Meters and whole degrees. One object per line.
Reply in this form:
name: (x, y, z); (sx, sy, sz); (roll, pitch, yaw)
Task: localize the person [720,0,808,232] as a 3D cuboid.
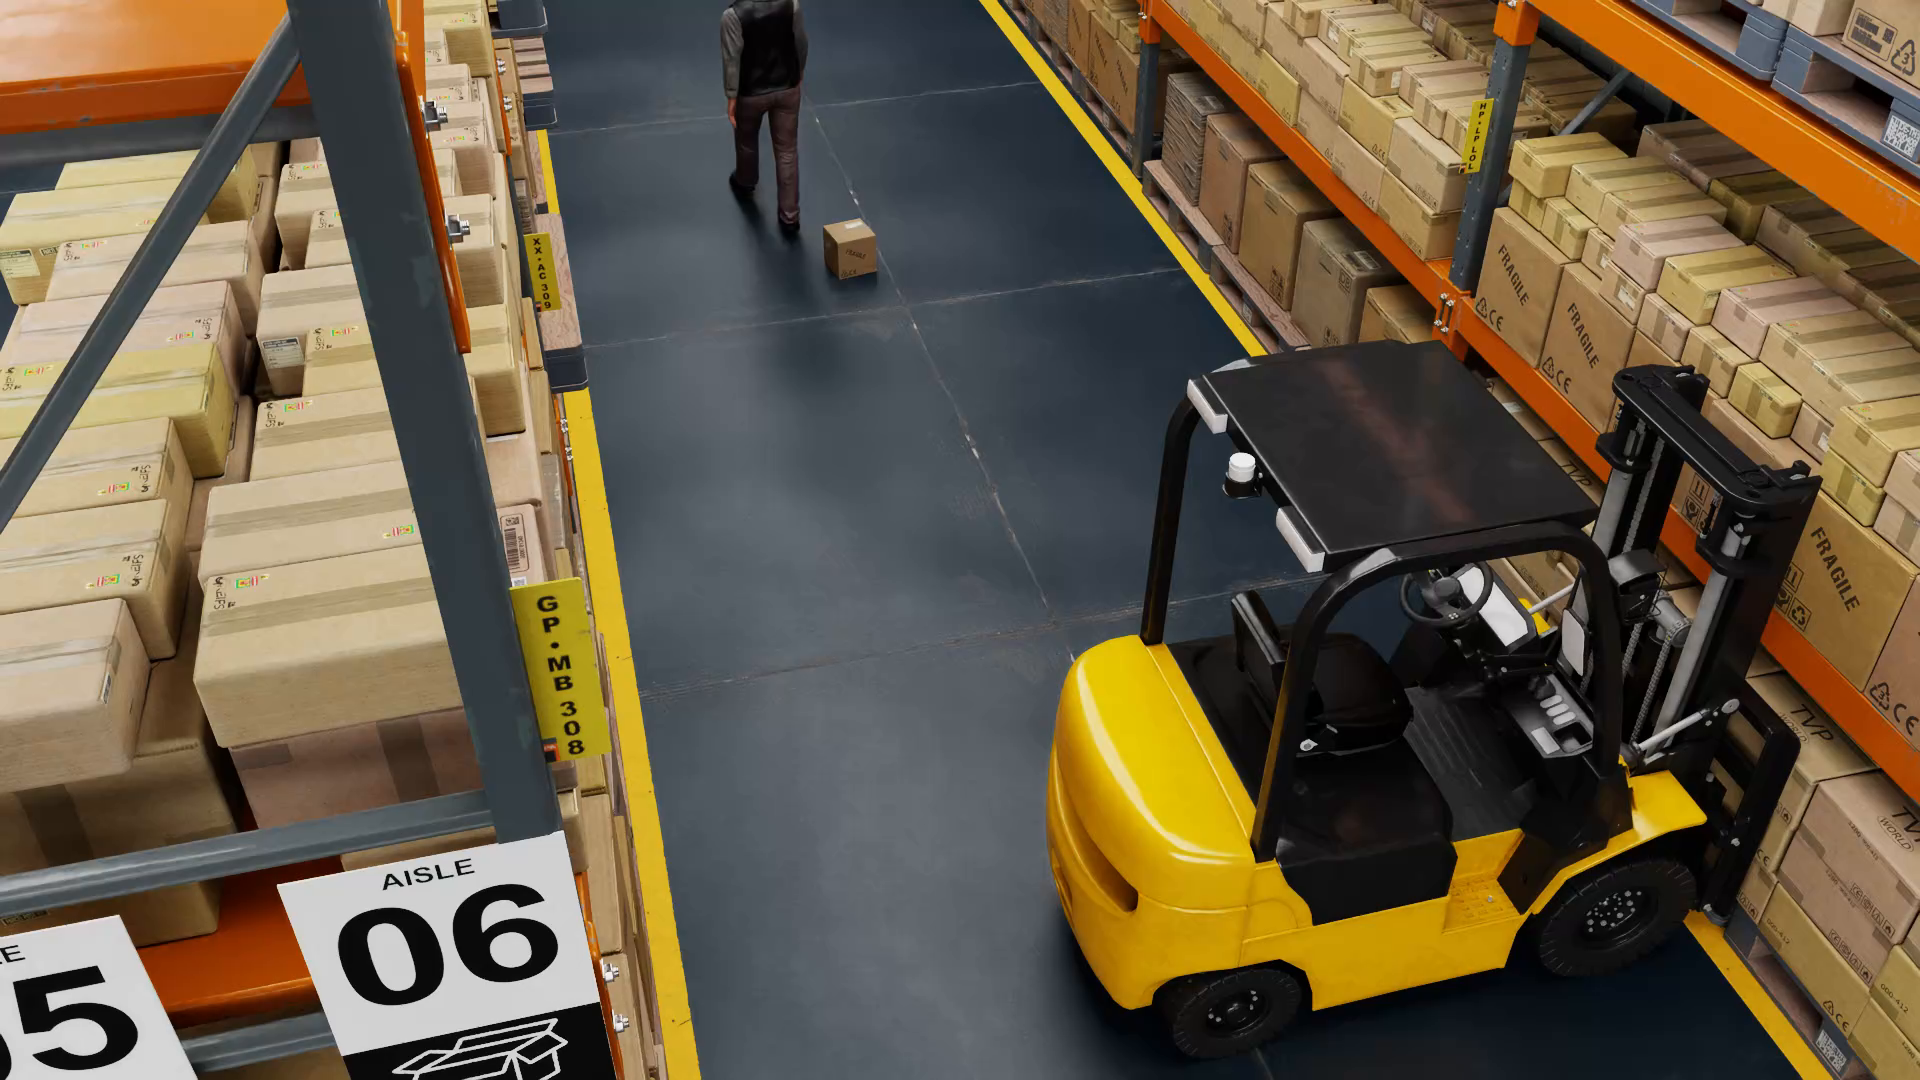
person: (-1.222, -2.860, 10.375); (0.575, 1.674, 0.962); (-11, 39, -14)
